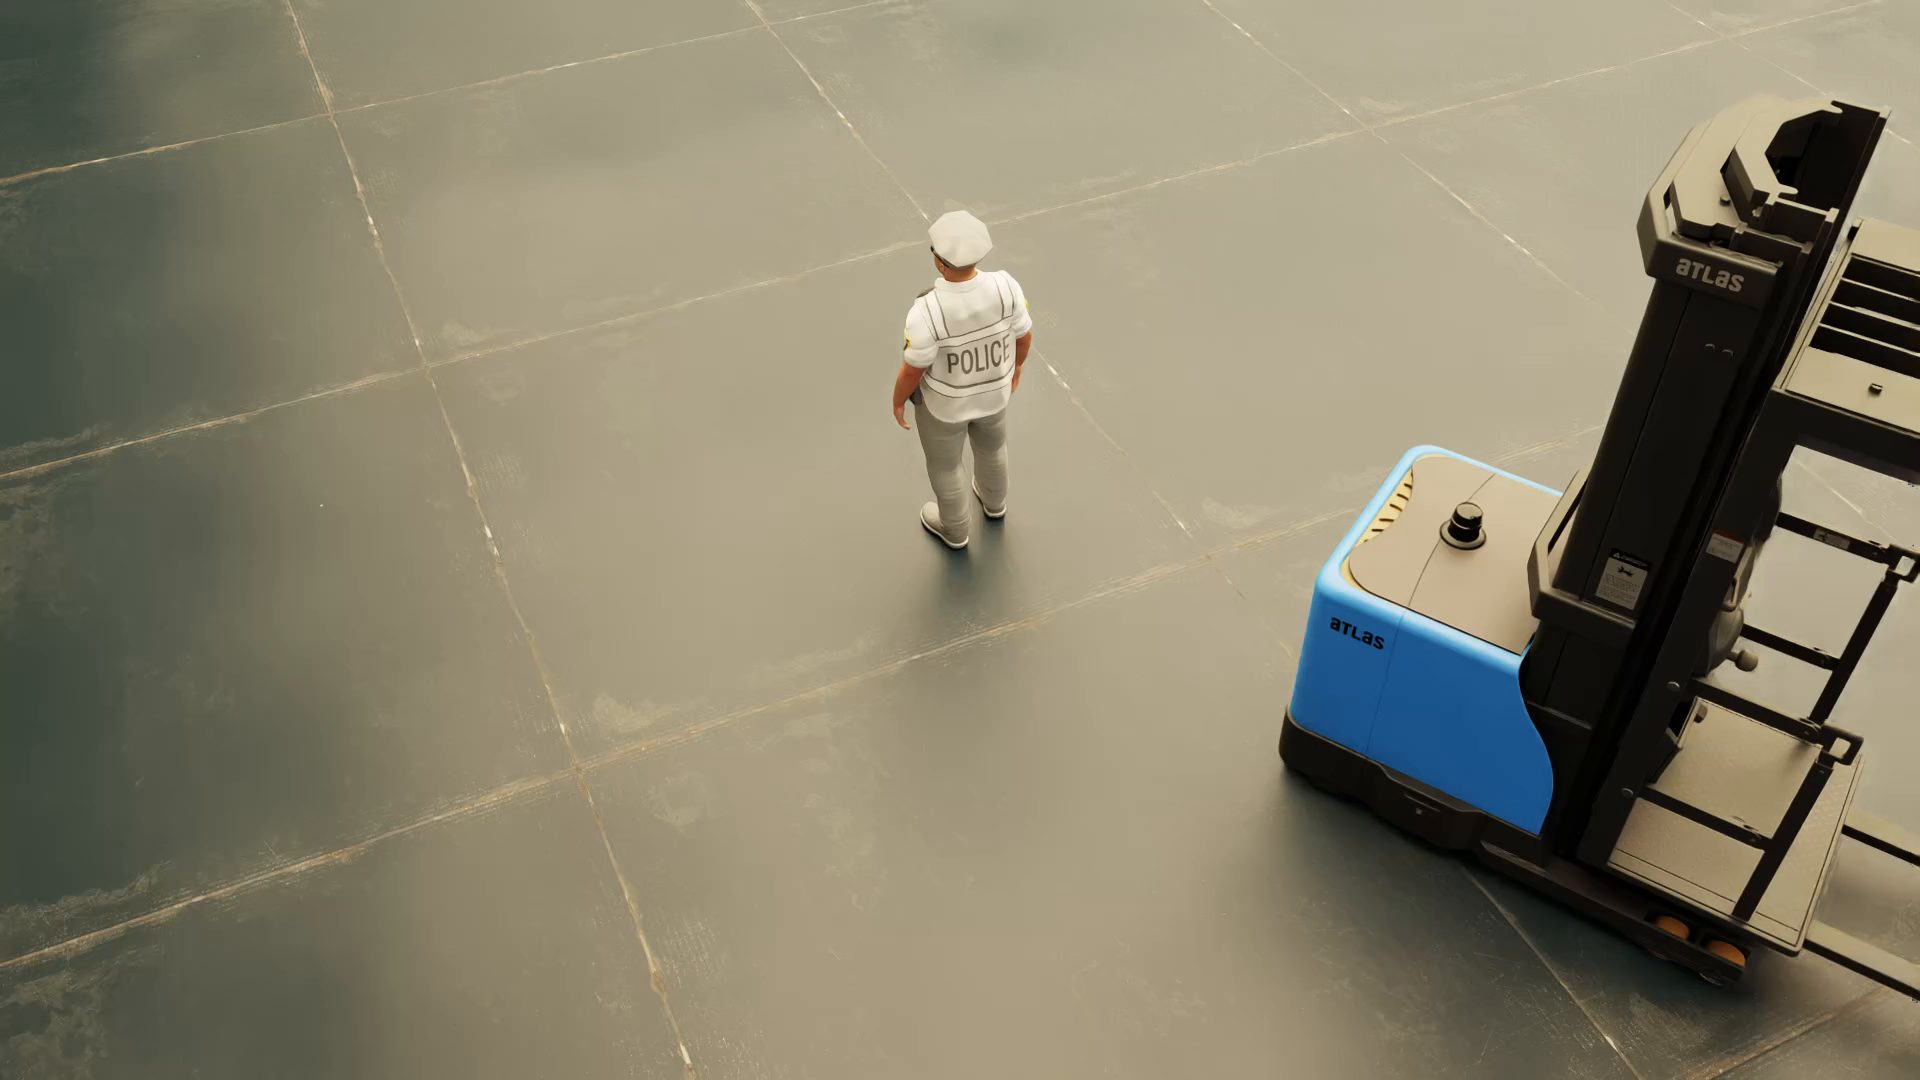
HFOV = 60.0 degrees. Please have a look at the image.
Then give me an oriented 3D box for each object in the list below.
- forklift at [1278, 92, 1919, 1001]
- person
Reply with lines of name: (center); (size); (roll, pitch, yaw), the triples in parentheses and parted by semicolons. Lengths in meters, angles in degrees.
forklift: (2.813, 0.137, 5.533); (3.031, 2.935, 1.130); (24, 48, 24)
person: (-0.022, -0.709, 7.270); (0.641, 1.780, 0.574); (-18, 46, -18)
